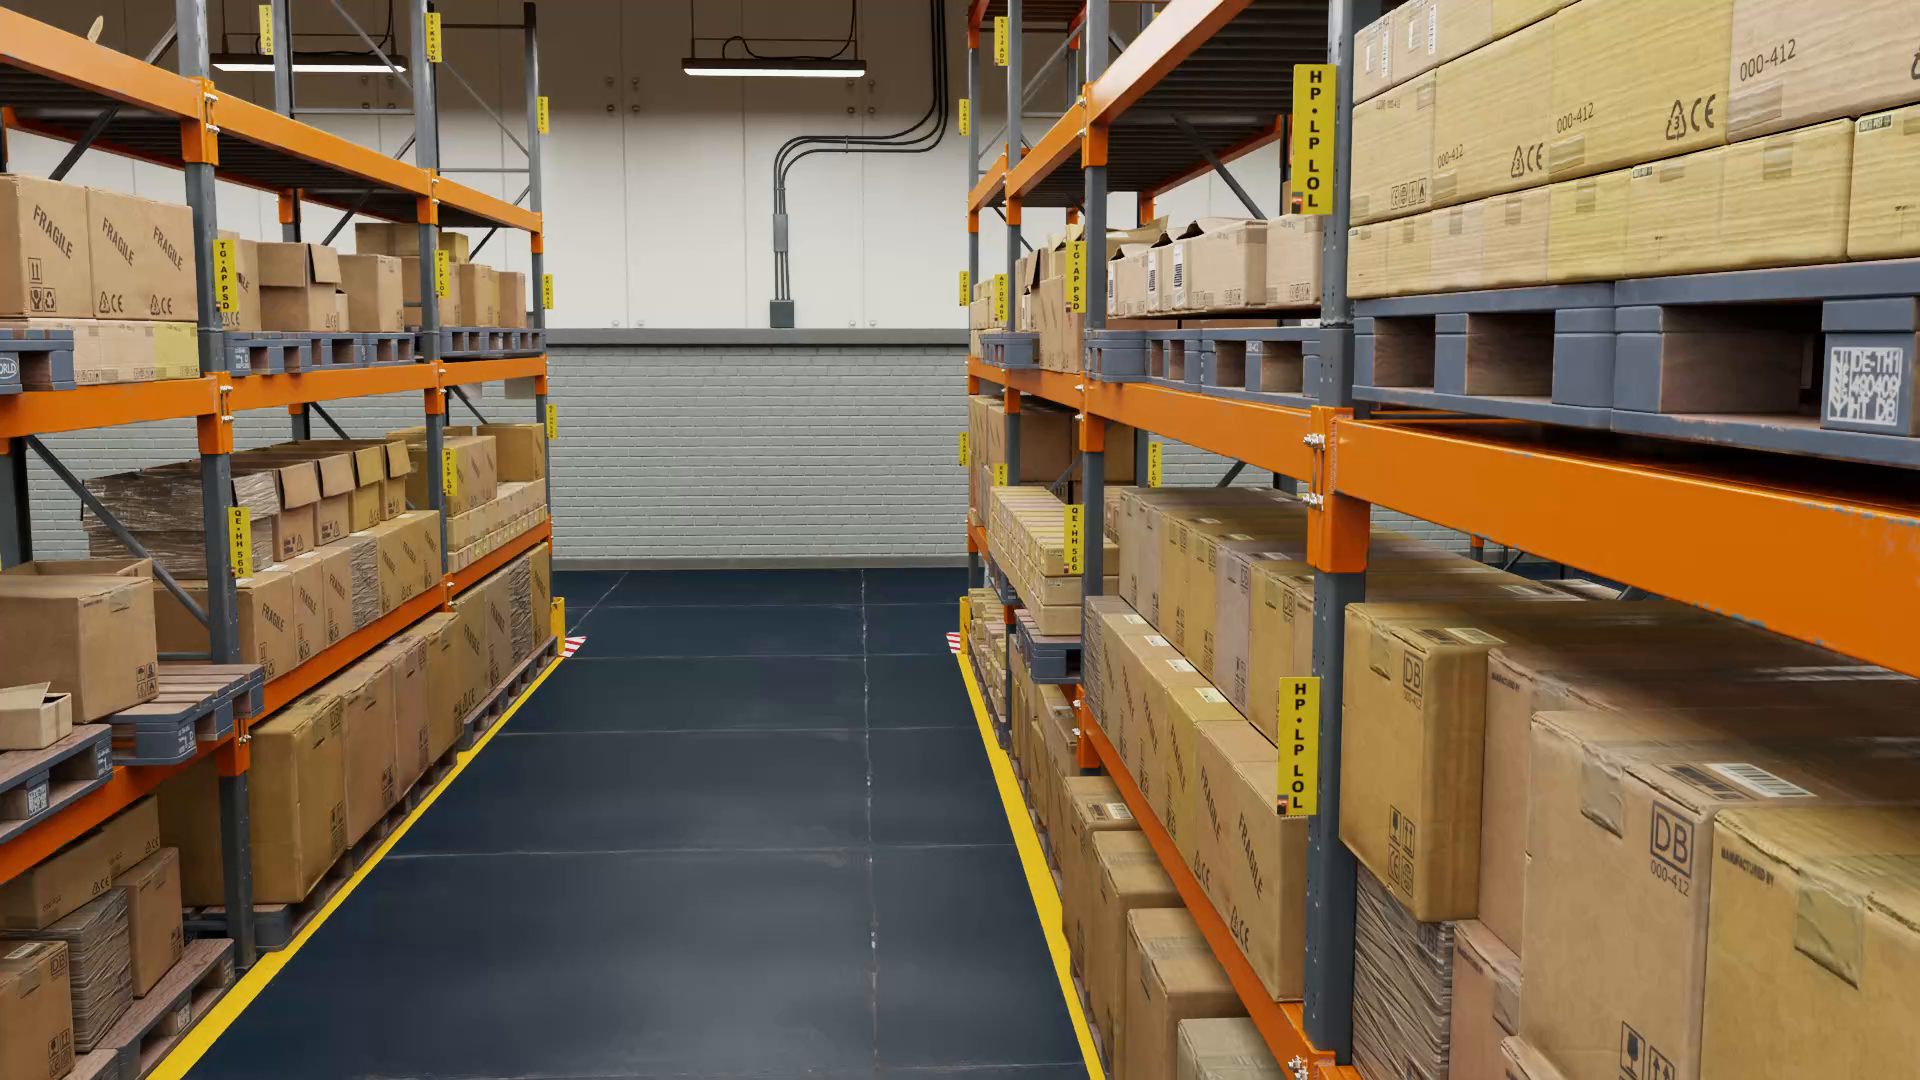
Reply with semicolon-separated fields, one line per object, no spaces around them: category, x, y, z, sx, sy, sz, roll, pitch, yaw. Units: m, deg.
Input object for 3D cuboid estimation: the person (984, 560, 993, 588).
person;0.459;0.010;17.669;0.512;1.673;0.351;-1;7;-6
